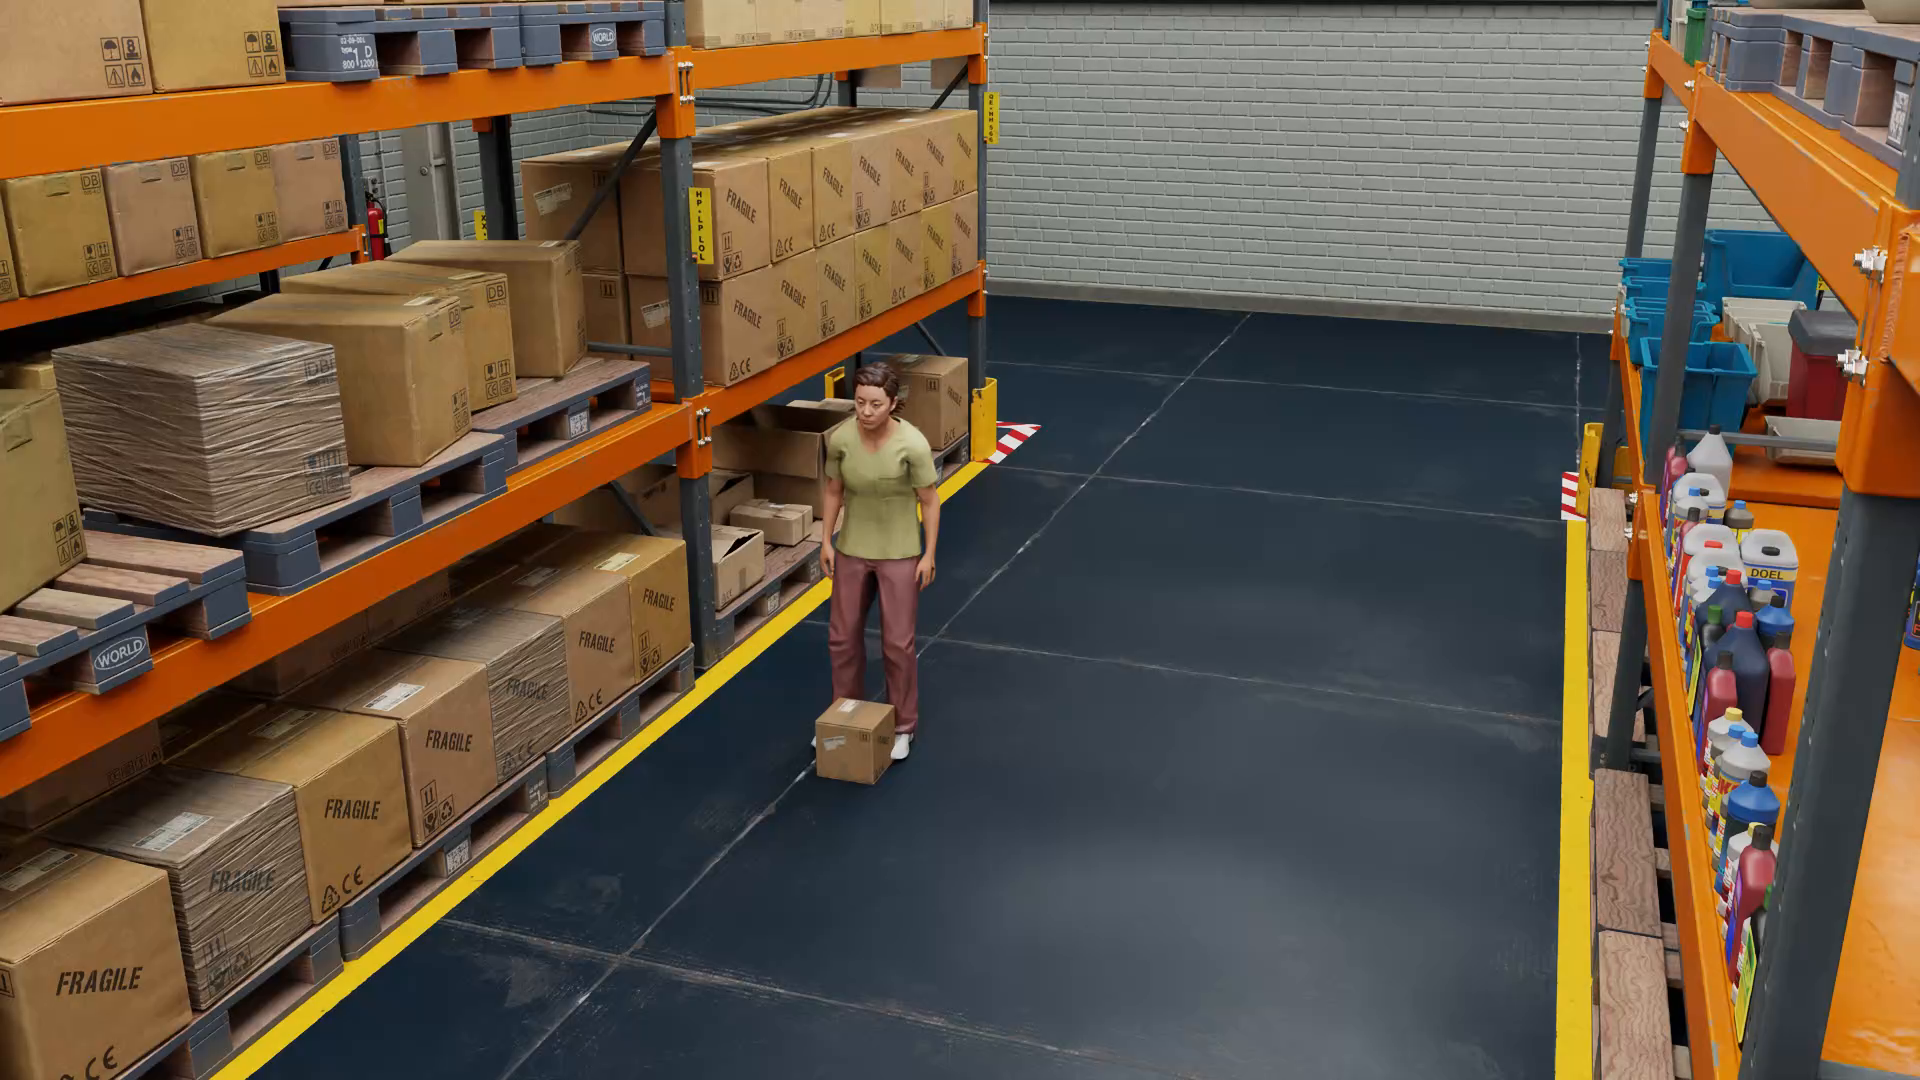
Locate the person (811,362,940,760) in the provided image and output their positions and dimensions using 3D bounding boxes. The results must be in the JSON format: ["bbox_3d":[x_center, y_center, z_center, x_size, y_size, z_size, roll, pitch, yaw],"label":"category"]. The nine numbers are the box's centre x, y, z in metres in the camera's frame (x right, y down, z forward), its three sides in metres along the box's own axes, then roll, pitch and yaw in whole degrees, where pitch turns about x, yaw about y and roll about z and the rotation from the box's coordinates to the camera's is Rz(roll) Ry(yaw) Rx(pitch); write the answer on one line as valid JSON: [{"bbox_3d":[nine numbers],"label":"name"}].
[{"bbox_3d":[-0.347,0.077,6.838,0.516,1.671,0.364,5,19,16],"label":"person"}]
